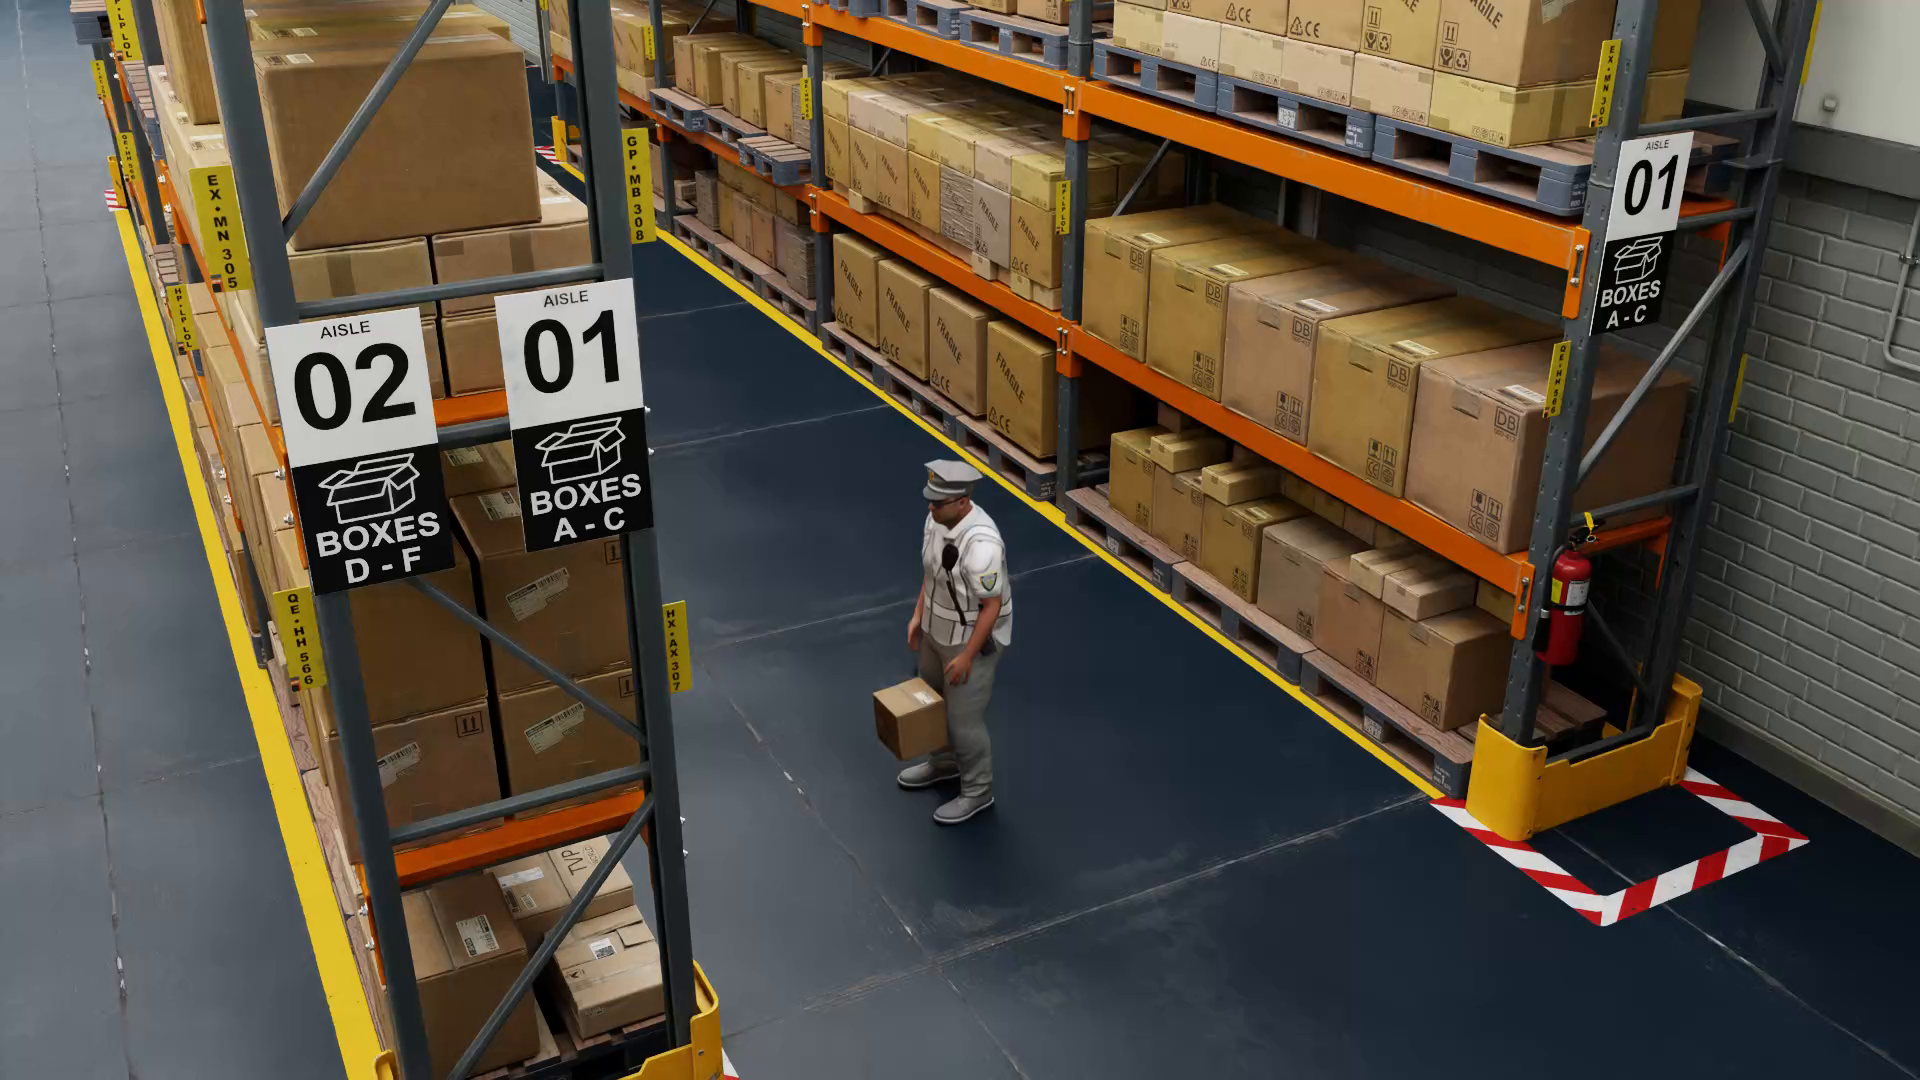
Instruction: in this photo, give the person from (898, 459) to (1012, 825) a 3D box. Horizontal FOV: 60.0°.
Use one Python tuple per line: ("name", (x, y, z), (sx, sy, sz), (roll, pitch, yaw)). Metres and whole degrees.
("person", (-0.002, 0.442, 7.658), (0.434, 1.755, 0.561), (-14, 29, -26))
